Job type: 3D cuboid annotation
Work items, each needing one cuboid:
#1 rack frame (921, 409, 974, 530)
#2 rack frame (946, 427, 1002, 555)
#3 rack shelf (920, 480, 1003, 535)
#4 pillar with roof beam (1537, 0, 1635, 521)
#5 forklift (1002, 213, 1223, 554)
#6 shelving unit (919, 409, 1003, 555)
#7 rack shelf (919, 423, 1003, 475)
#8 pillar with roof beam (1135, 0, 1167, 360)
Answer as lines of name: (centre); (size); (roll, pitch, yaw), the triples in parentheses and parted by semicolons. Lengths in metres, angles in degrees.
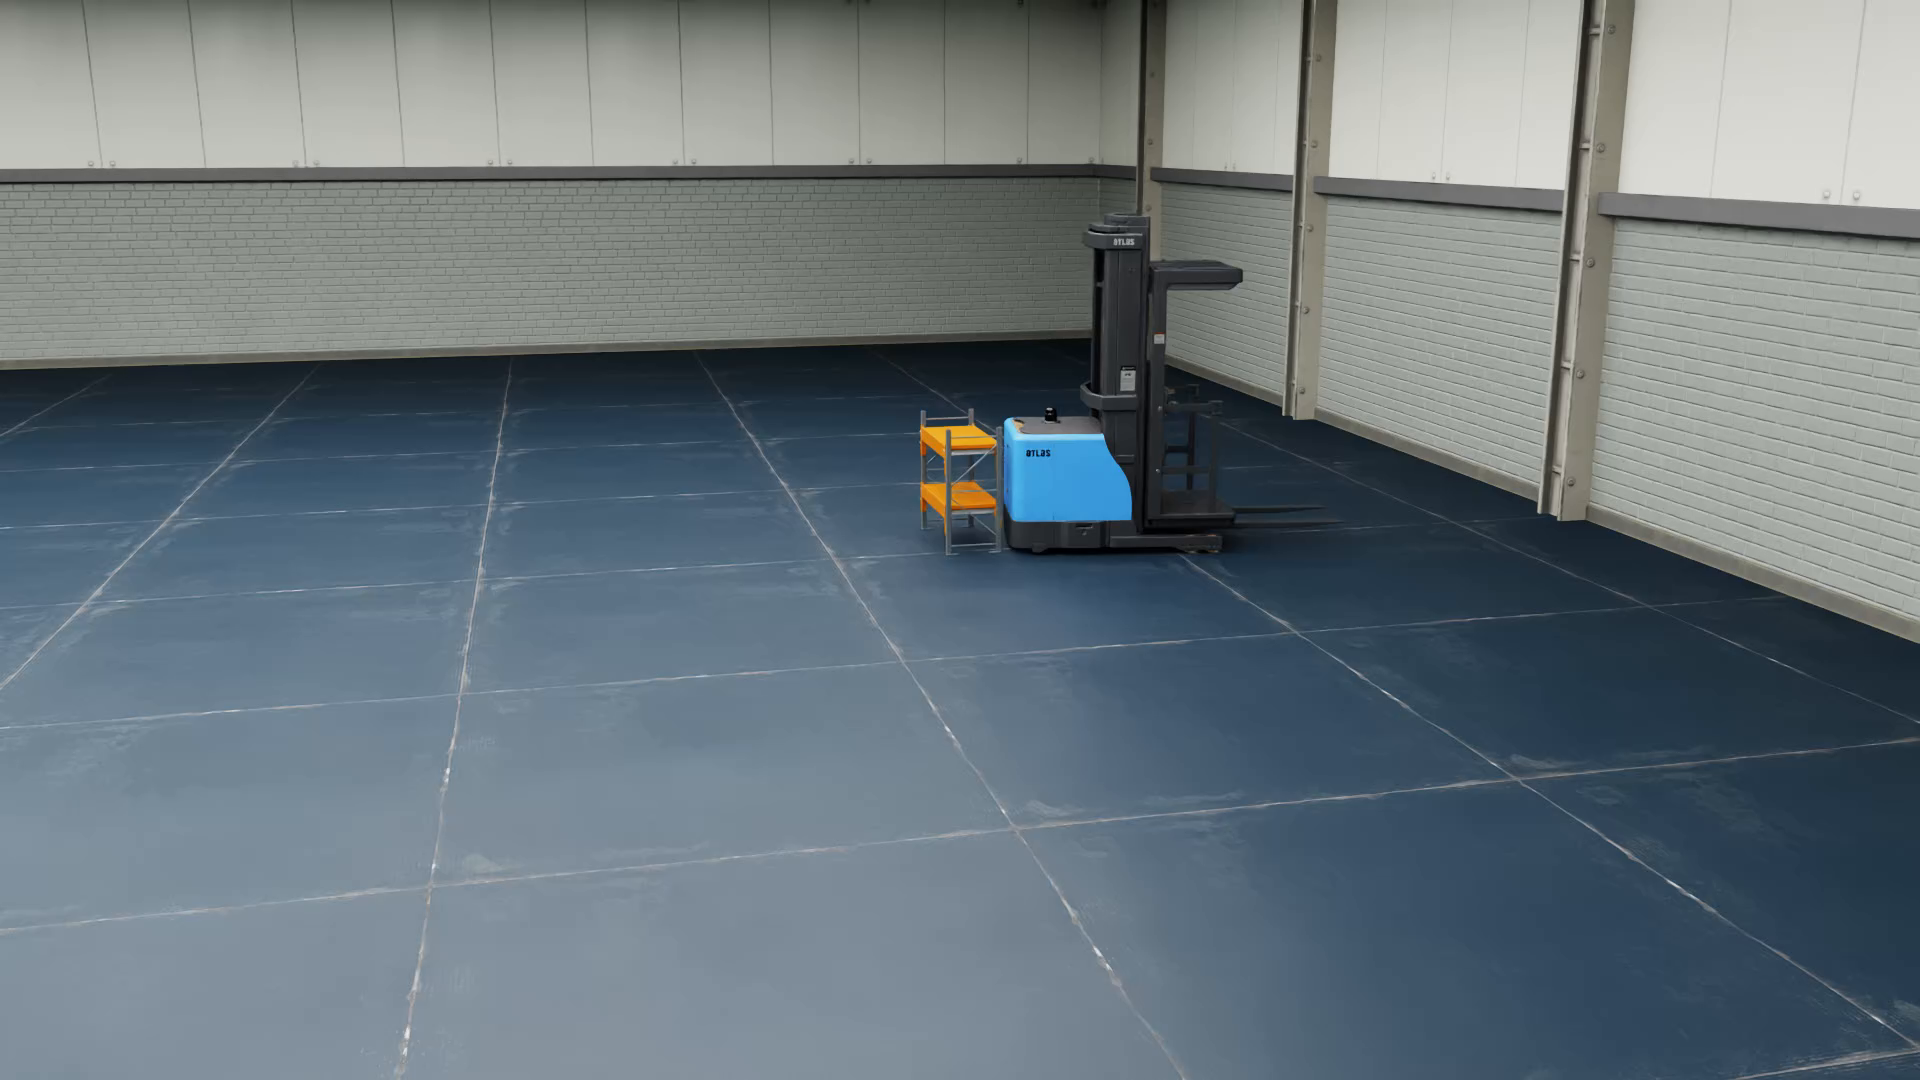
rack frame: (-0.118, -0.662, 15.590); (0.500, 1.125, 0.032); (-3, 14, -13)
rack frame: (0.121, -0.428, 14.630); (0.500, 1.125, 0.032); (-3, 14, -13)
rack shelf: (0.002, -0.307, 15.168); (0.538, 0.278, 1.000); (-3, 14, -13)
pillar with roof beam: (1.688, -4.366, 14.160); (9.100, 9.000, 0.400); (-3, 14, -13)
forklift: (1.932, -1.426, 14.912); (3.031, 2.935, 1.130); (-1, 14, -4)
shelving unit: (0.002, -0.545, 15.110); (0.538, 1.125, 1.048); (-3, 14, -13)
rack shelf: (0.002, -0.829, 15.041); (0.538, 0.278, 1.000); (-3, 14, -13)
pillar with roof beam: (-1.130, -7.134, 25.491); (9.100, 9.000, 0.400); (-3, 14, -13)
